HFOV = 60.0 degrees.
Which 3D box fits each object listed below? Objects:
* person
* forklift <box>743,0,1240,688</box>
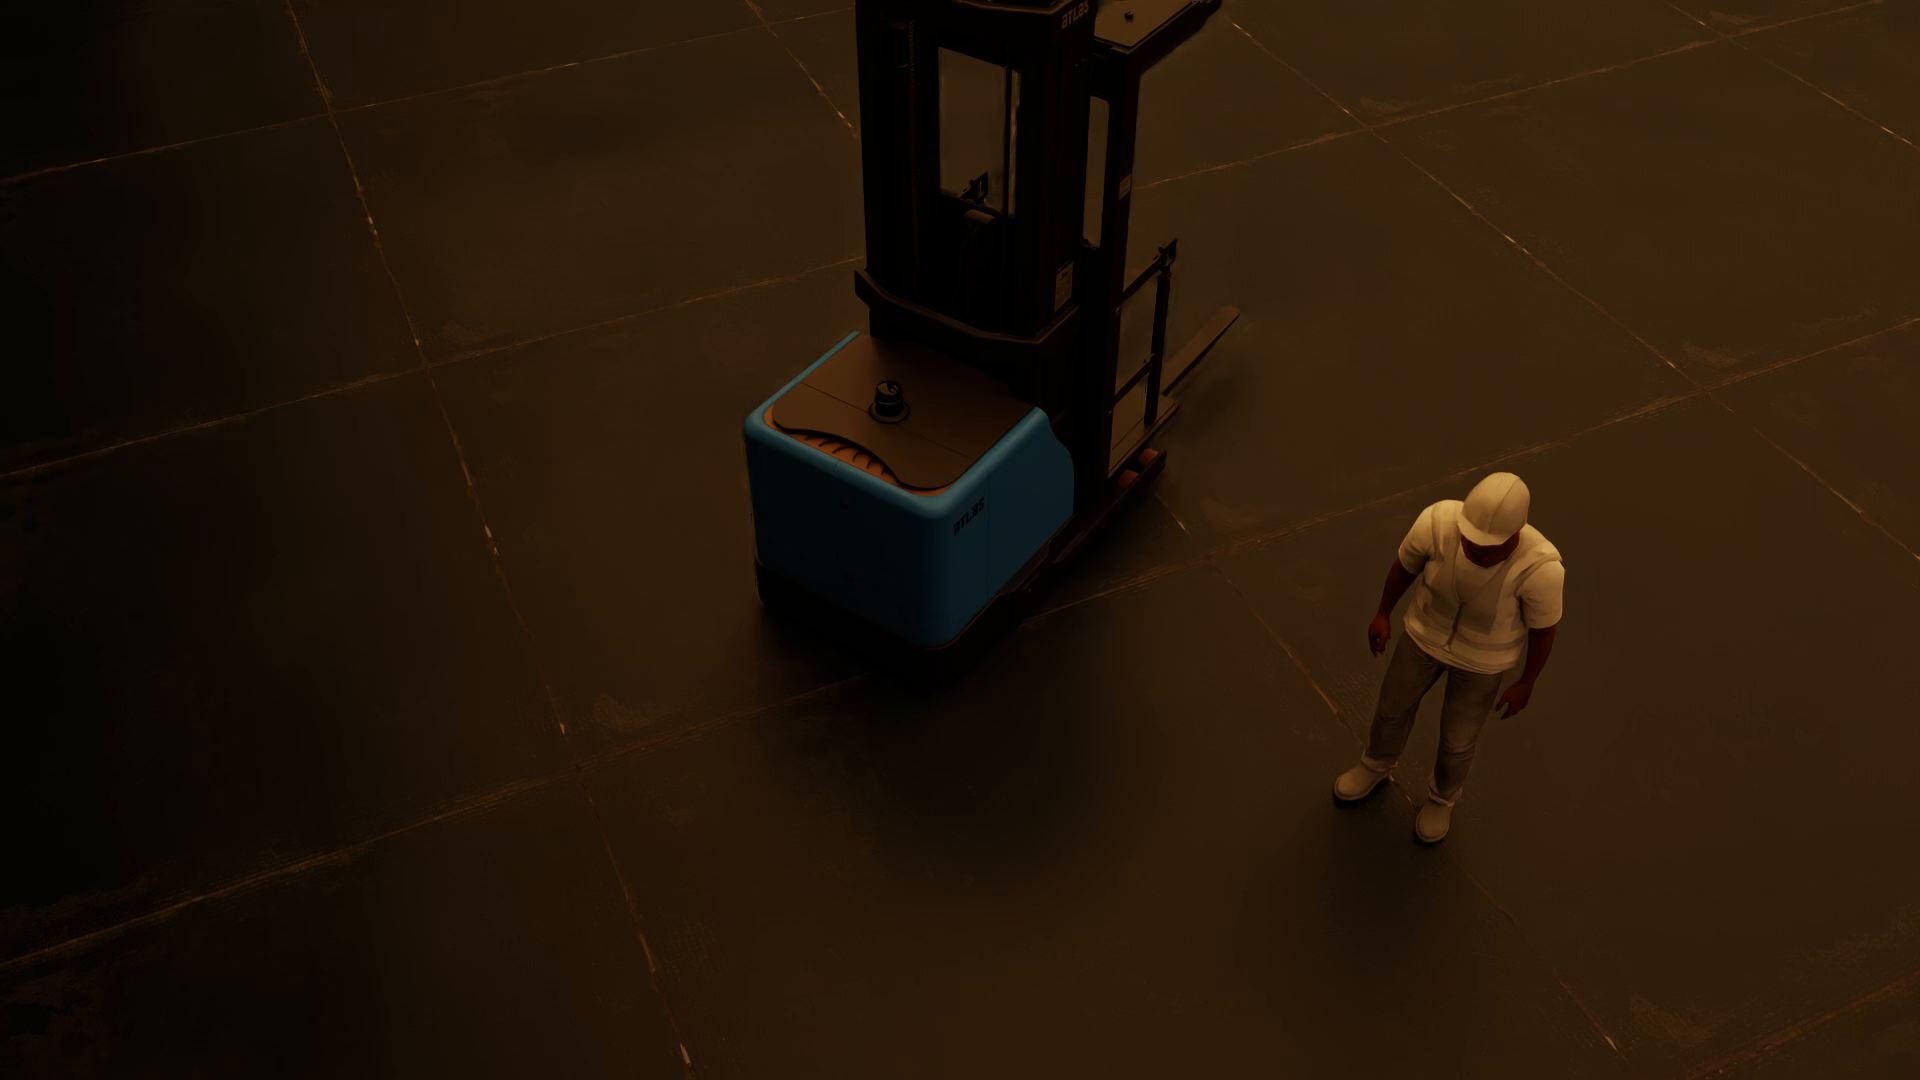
[{"bbox_3d":[1.808,0.405,6.107,0.636,1.759,0.460,28,50,26],"label":"person"},{"bbox_3d":[0.347,-1.414,7.195,1.130,2.935,3.031,25,49,25],"label":"forklift"}]
